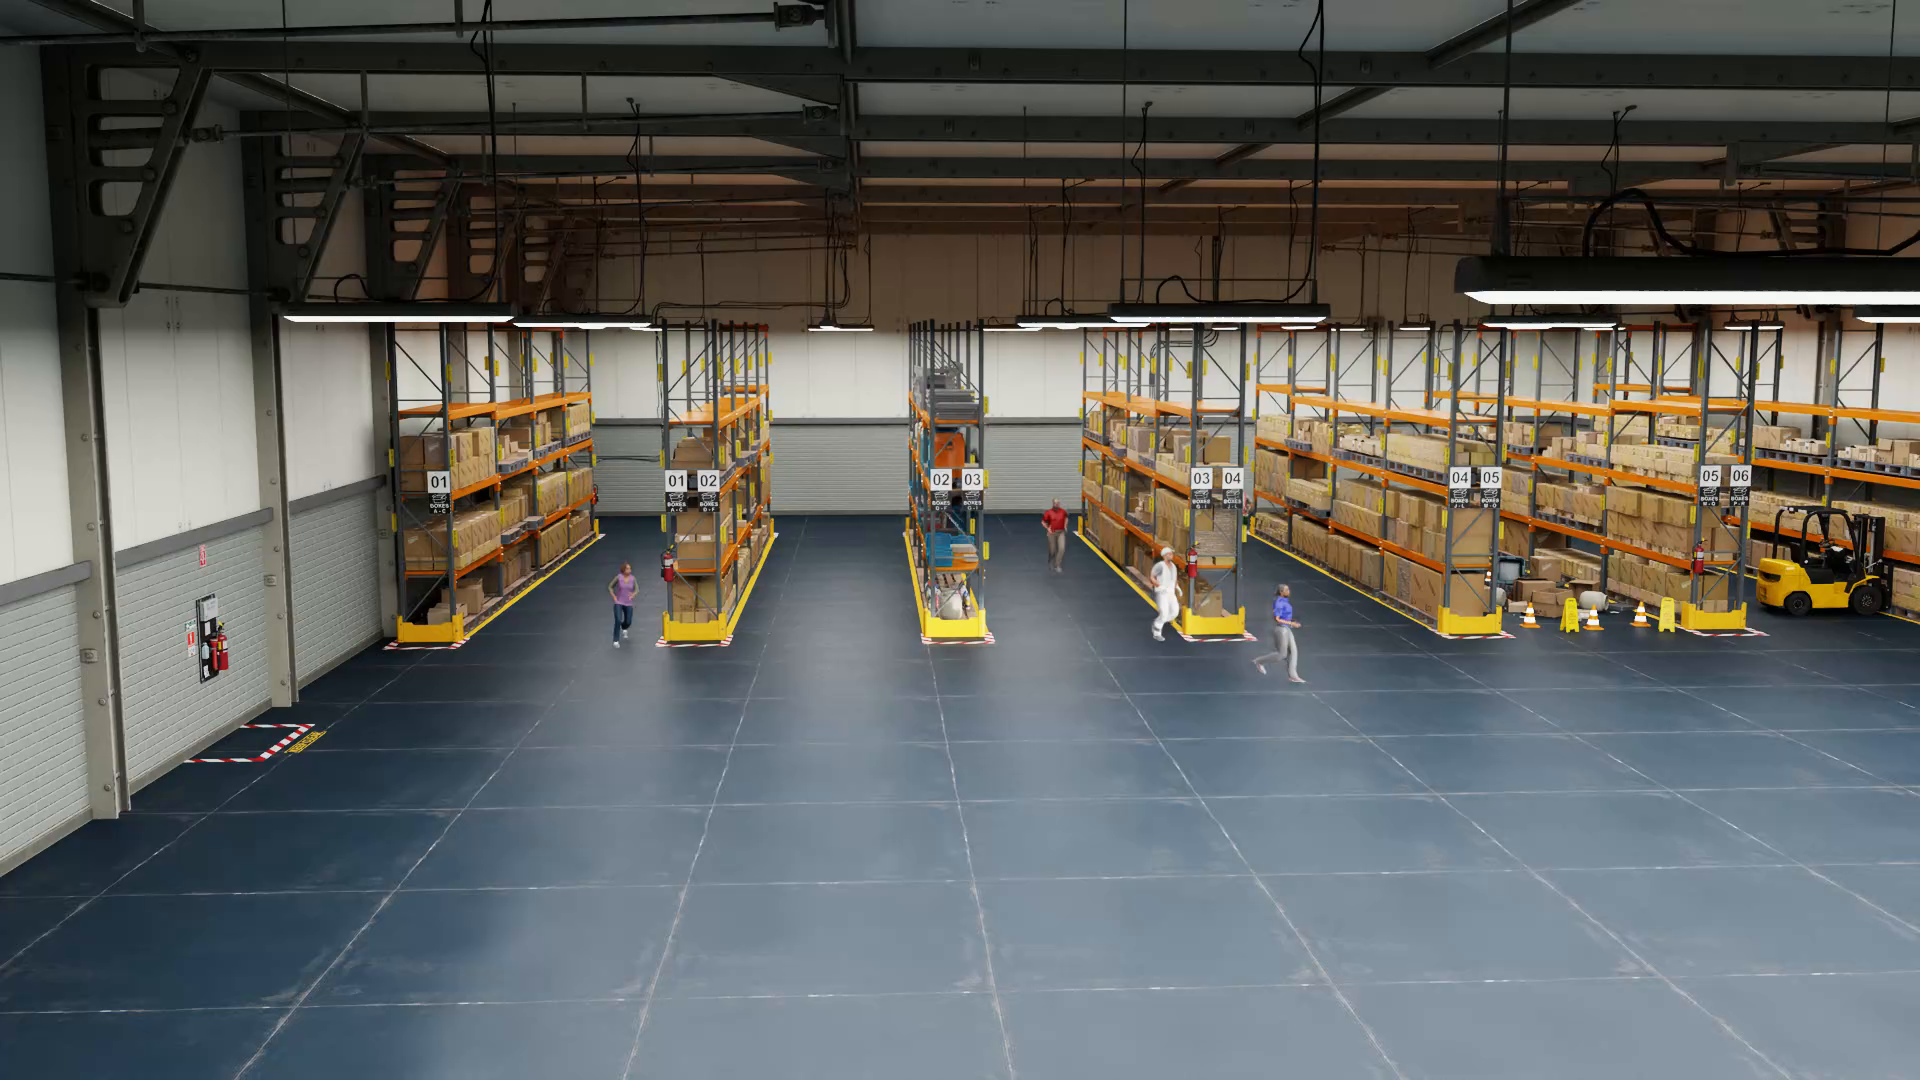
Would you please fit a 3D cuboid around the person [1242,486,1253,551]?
[{"bbox_3d":[7.476,-0.619,44.248,0.643,1.788,0.881,1,7,4],"label":"person"}]

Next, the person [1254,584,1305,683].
[{"bbox_3d":[5.290,1.534,27.420,0.851,1.649,0.579,3,8,23],"label":"person"}]

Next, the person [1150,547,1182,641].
[{"bbox_3d":[3.888,1.009,31.248,0.715,1.736,0.531,-5,9,-37],"label":"person"}]

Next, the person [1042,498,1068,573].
[{"bbox_3d":[2.222,-0.113,38.456,0.663,1.694,0.752,-2,7,-12],"label":"person"}]

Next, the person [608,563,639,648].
[{"bbox_3d":[-6.225,1.188,30.799,0.562,1.543,0.621,-3,8,-22],"label":"person"}]
